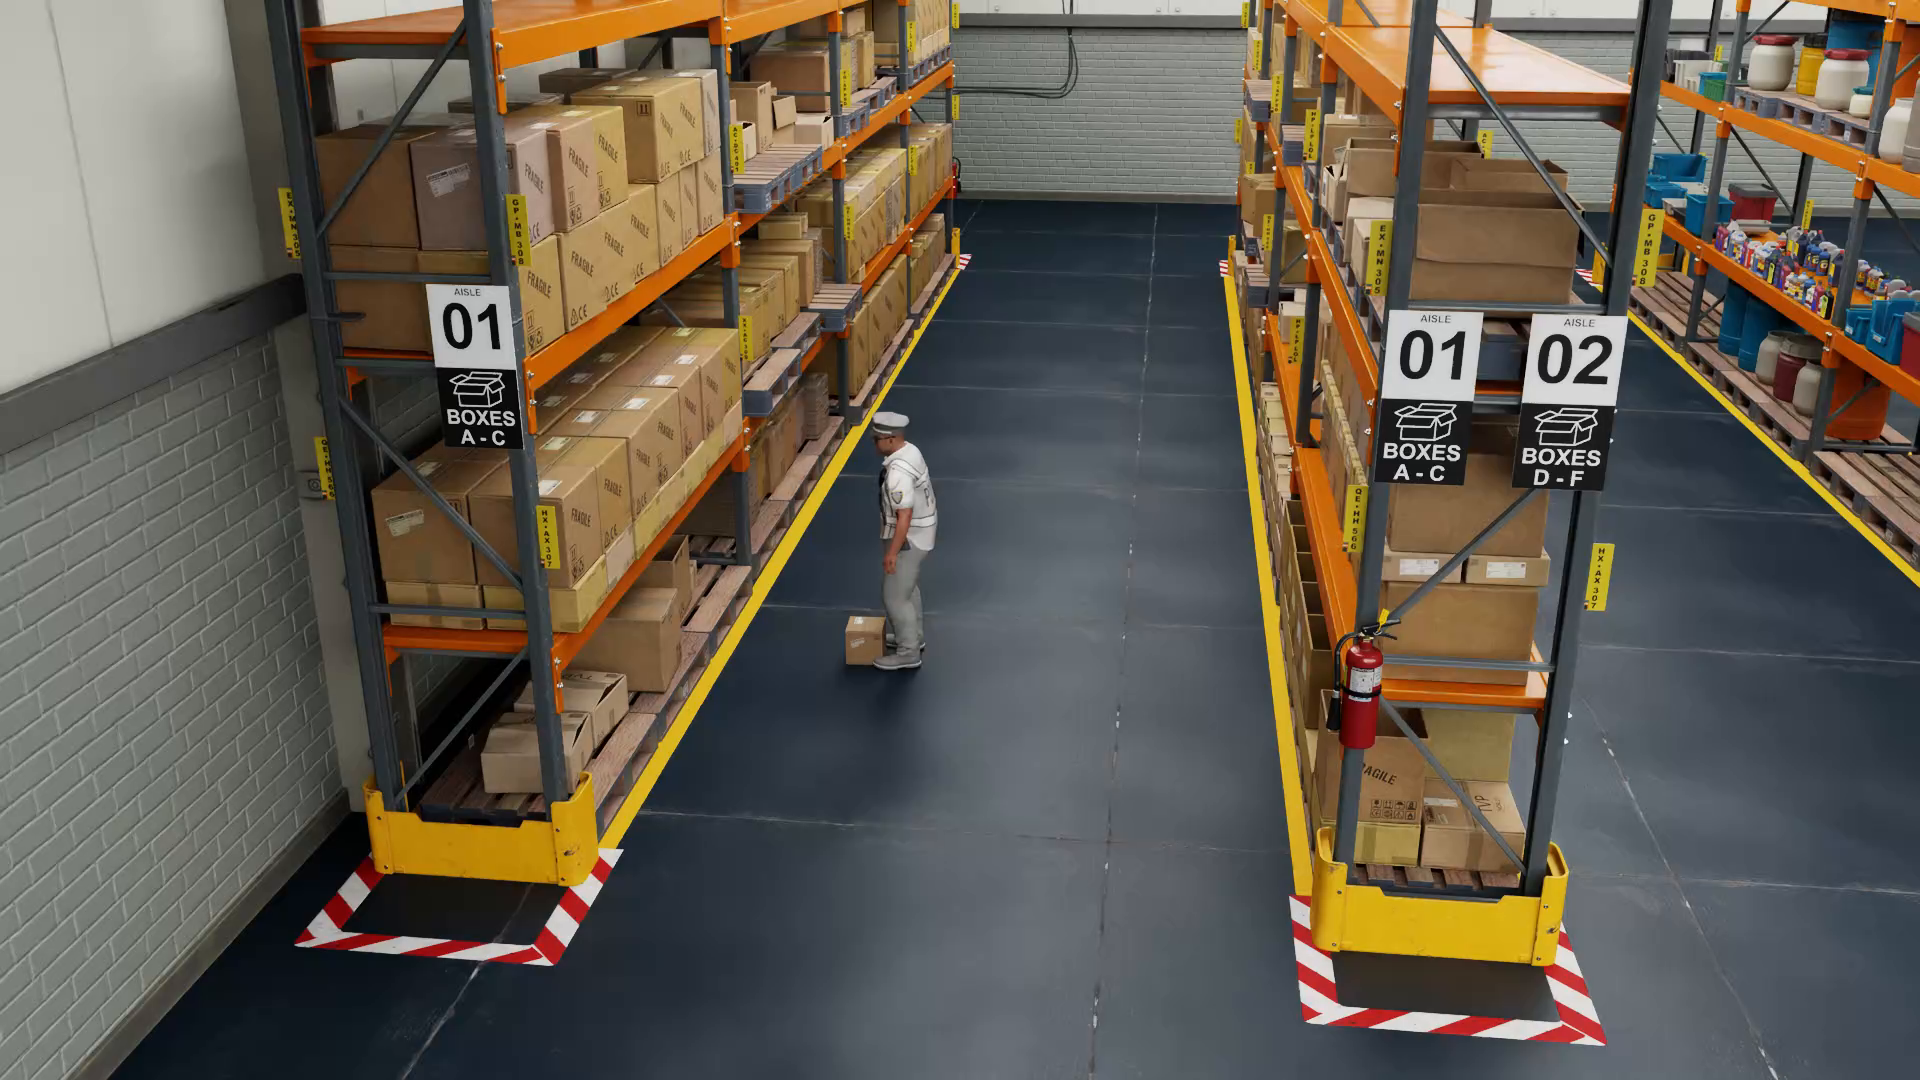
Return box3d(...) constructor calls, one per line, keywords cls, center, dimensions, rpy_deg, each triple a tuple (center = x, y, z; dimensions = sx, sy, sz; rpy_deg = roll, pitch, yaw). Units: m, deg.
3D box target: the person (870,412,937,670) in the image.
box3d(cls="person", center=(-0.369, -0.003, 11.078), dimensions=(0.429, 1.749, 0.600), rpy_deg=(2, 21, 4))
